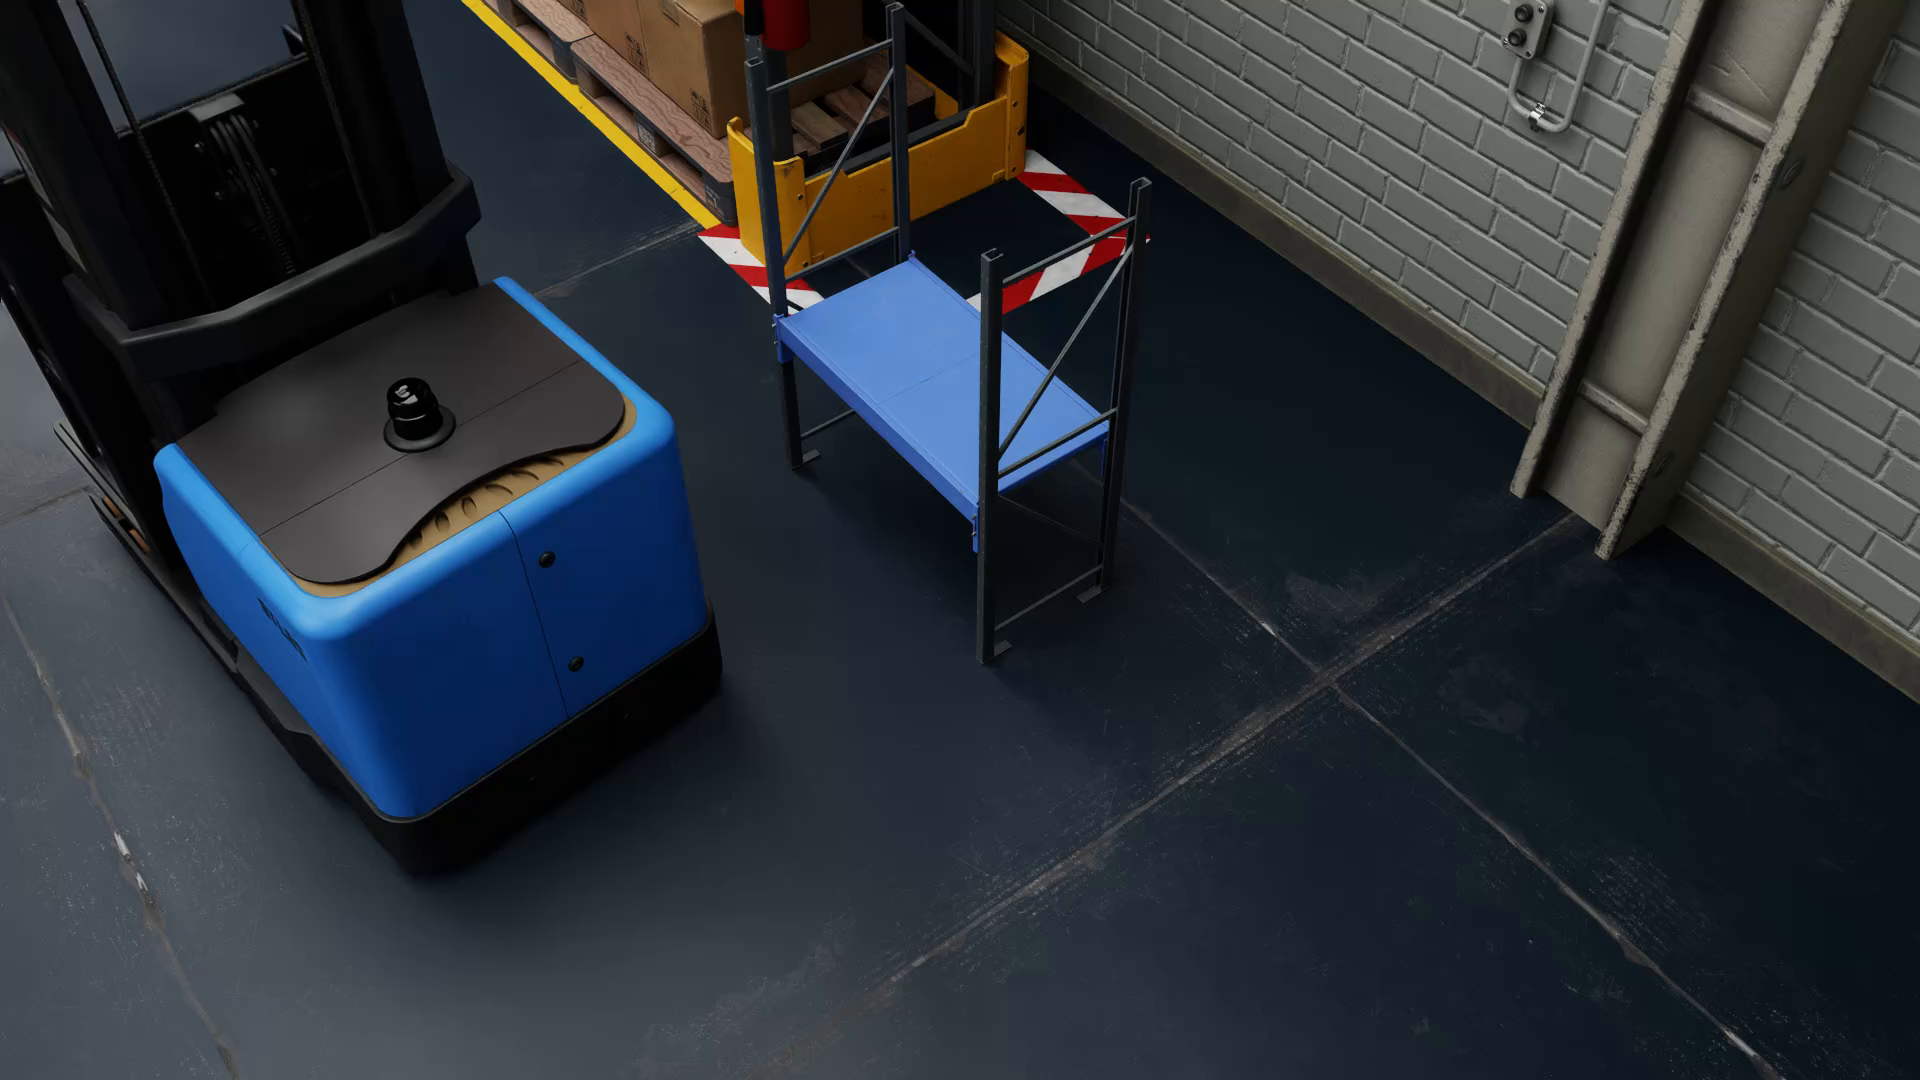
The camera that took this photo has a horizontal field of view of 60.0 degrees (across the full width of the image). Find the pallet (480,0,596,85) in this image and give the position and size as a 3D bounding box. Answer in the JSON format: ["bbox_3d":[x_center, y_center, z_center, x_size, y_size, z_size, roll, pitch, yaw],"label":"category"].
[{"bbox_3d":[-1.581,-2.547,7.417,1.003,0.211,1.213,-29,54,-24],"label":"pallet"}]

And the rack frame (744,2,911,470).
[{"bbox_3d":[-0.359,-0.854,5.012,0.500,1.500,0.032,-29,54,-24],"label":"rack frame"}]

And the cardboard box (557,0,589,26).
[{"bbox_3d":[-1.411,-2.589,6.976,0.700,0.500,0.500,-31,55,-25],"label":"cardboard box"}]

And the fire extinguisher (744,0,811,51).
[{"bbox_3d":[-0.576,-1.881,5.235,0.296,0.674,0.183,-29,54,-24],"label":"fire extinguisher"}]

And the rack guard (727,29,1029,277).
[{"bbox_3d":[-0.285,-1.475,6.250,1.175,0.500,0.348,-29,54,-24],"label":"rack guard"}]

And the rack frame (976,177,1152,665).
[{"bbox_3d":[0.256,-0.254,4.468,0.500,1.500,0.032,-29,54,-24],"label":"rack frame"}]

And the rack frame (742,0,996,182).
[{"bbox_3d":[-0.300,-2.328,5.336,1.000,3.000,0.127,-29,54,-24],"label":"rack frame"}]

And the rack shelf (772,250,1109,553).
[{"bbox_3d":[-0.052,-0.433,4.873,0.538,0.185,1.000,-29,54,-24],"label":"rack shelf"}]

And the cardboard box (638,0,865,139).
[{"bbox_3d":[-0.803,-1.998,6.440,0.700,0.500,0.500,-29,54,-24],"label":"cardboard box"}]

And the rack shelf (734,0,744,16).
[{"bbox_3d":[-1.511,-3.266,6.672,1.077,0.370,4.000,-29,54,-24],"label":"rack shelf"}]

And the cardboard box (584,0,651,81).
[{"bbox_3d":[-1.106,-2.293,6.708,0.700,0.500,0.500,-30,54,-24],"label":"cardboard box"}]

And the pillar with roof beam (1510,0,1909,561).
[{"bbox_3d":[-1.403,-1.208,0.271,9.100,9.000,0.400,-29,54,-24],"label":"pillar with roof beam"}]

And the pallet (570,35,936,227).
[{"bbox_3d":[-0.846,-1.828,6.765,1.003,0.211,1.213,-29,54,-24],"label":"pallet"}]

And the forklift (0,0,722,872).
[{"bbox_3d":[-2.062,-1.115,4.282,1.130,2.935,3.031,-35,57,-27],"label":"forklift"}]

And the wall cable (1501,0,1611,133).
[{"bbox_3d":[1.228,-2.339,4.660,0.084,1.984,1.851,-29,54,-24],"label":"wall cable"}]

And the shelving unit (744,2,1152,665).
[{"bbox_3d":[-0.052,-0.554,4.740,0.538,1.500,1.048,-29,54,-24],"label":"shelving unit"}]
